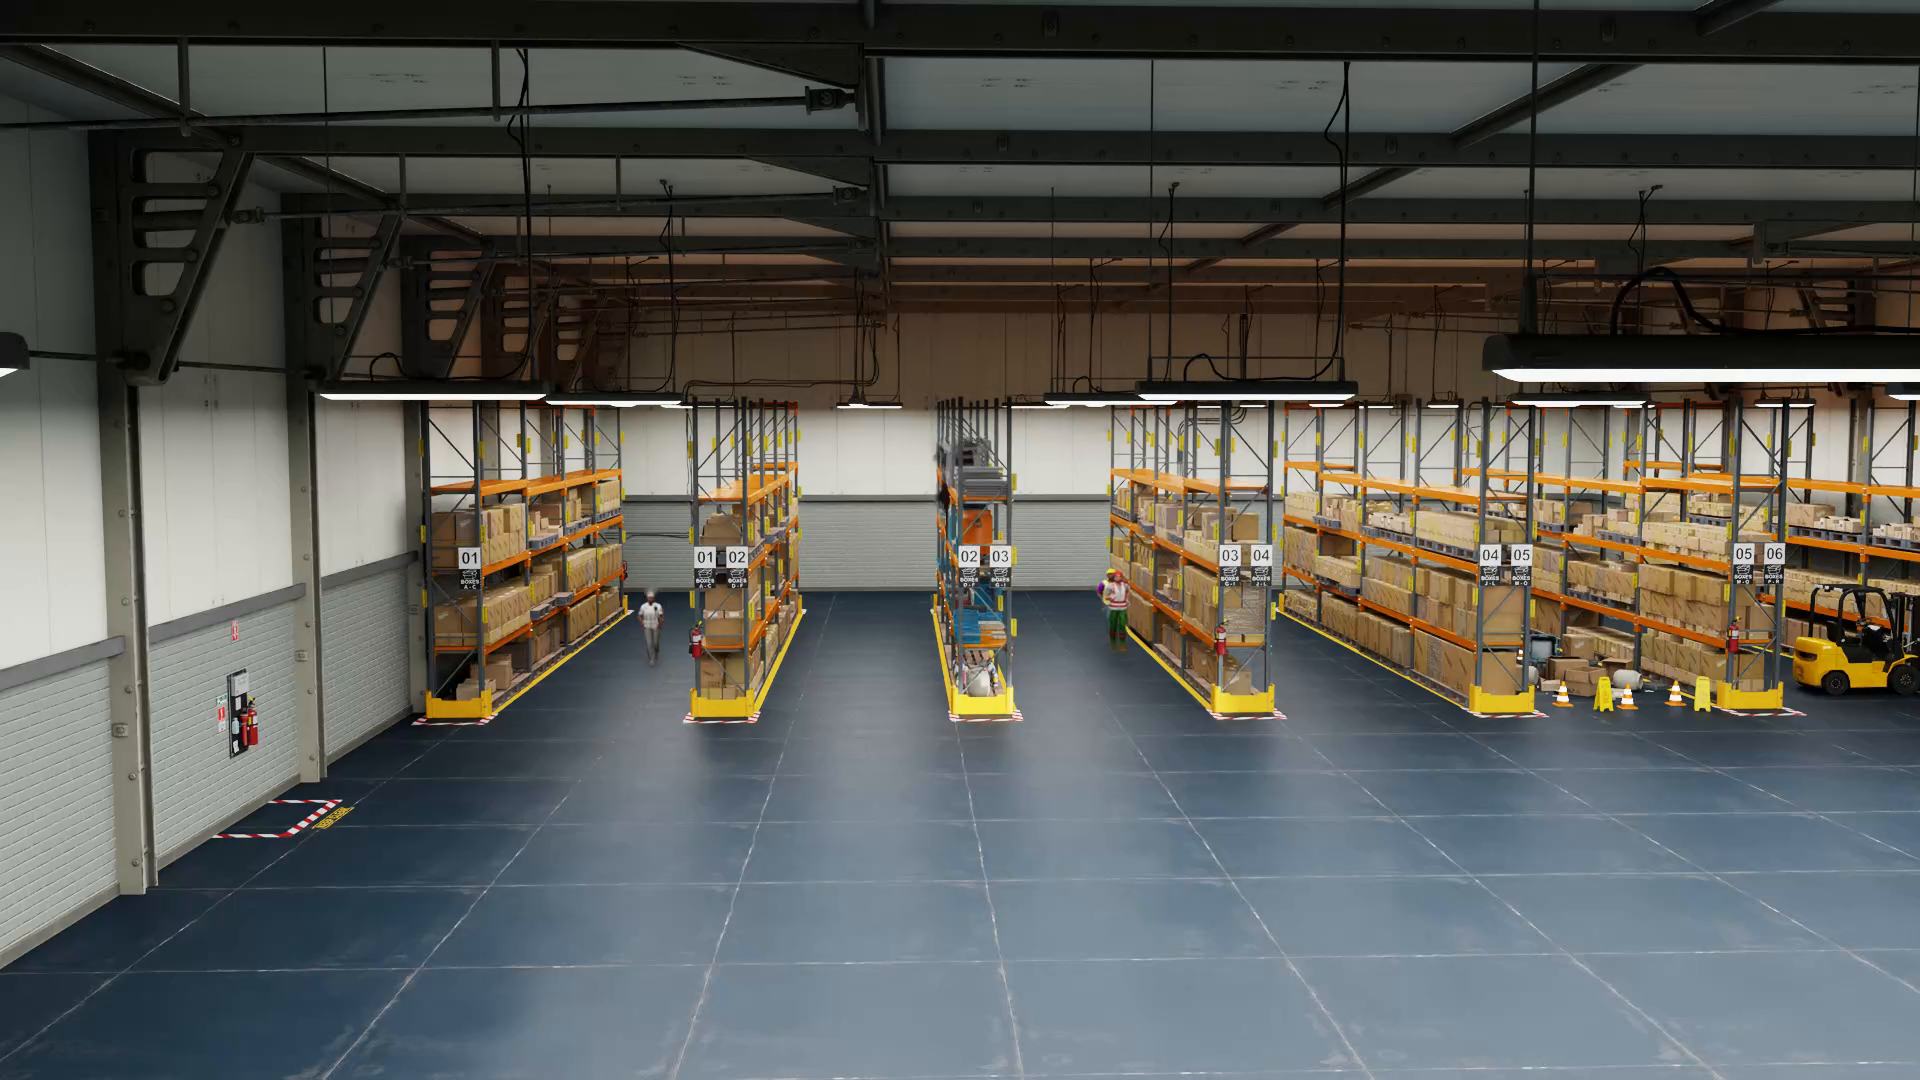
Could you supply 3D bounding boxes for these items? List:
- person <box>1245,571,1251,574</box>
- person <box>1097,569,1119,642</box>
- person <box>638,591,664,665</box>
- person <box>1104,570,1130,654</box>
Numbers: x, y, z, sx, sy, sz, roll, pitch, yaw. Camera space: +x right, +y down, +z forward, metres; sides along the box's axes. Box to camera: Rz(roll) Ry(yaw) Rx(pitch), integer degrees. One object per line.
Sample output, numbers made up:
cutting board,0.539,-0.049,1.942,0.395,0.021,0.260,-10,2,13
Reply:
person,7.830,1.320,45.699,0.674,1.775,0.937,0,4,-3
person,3.571,1.551,39.137,0.674,1.754,0.536,0,4,-1
person,-7.016,1.986,37.732,0.584,1.672,0.557,0,4,-6
person,3.574,1.606,37.640,0.636,1.837,0.789,-1,4,-7
